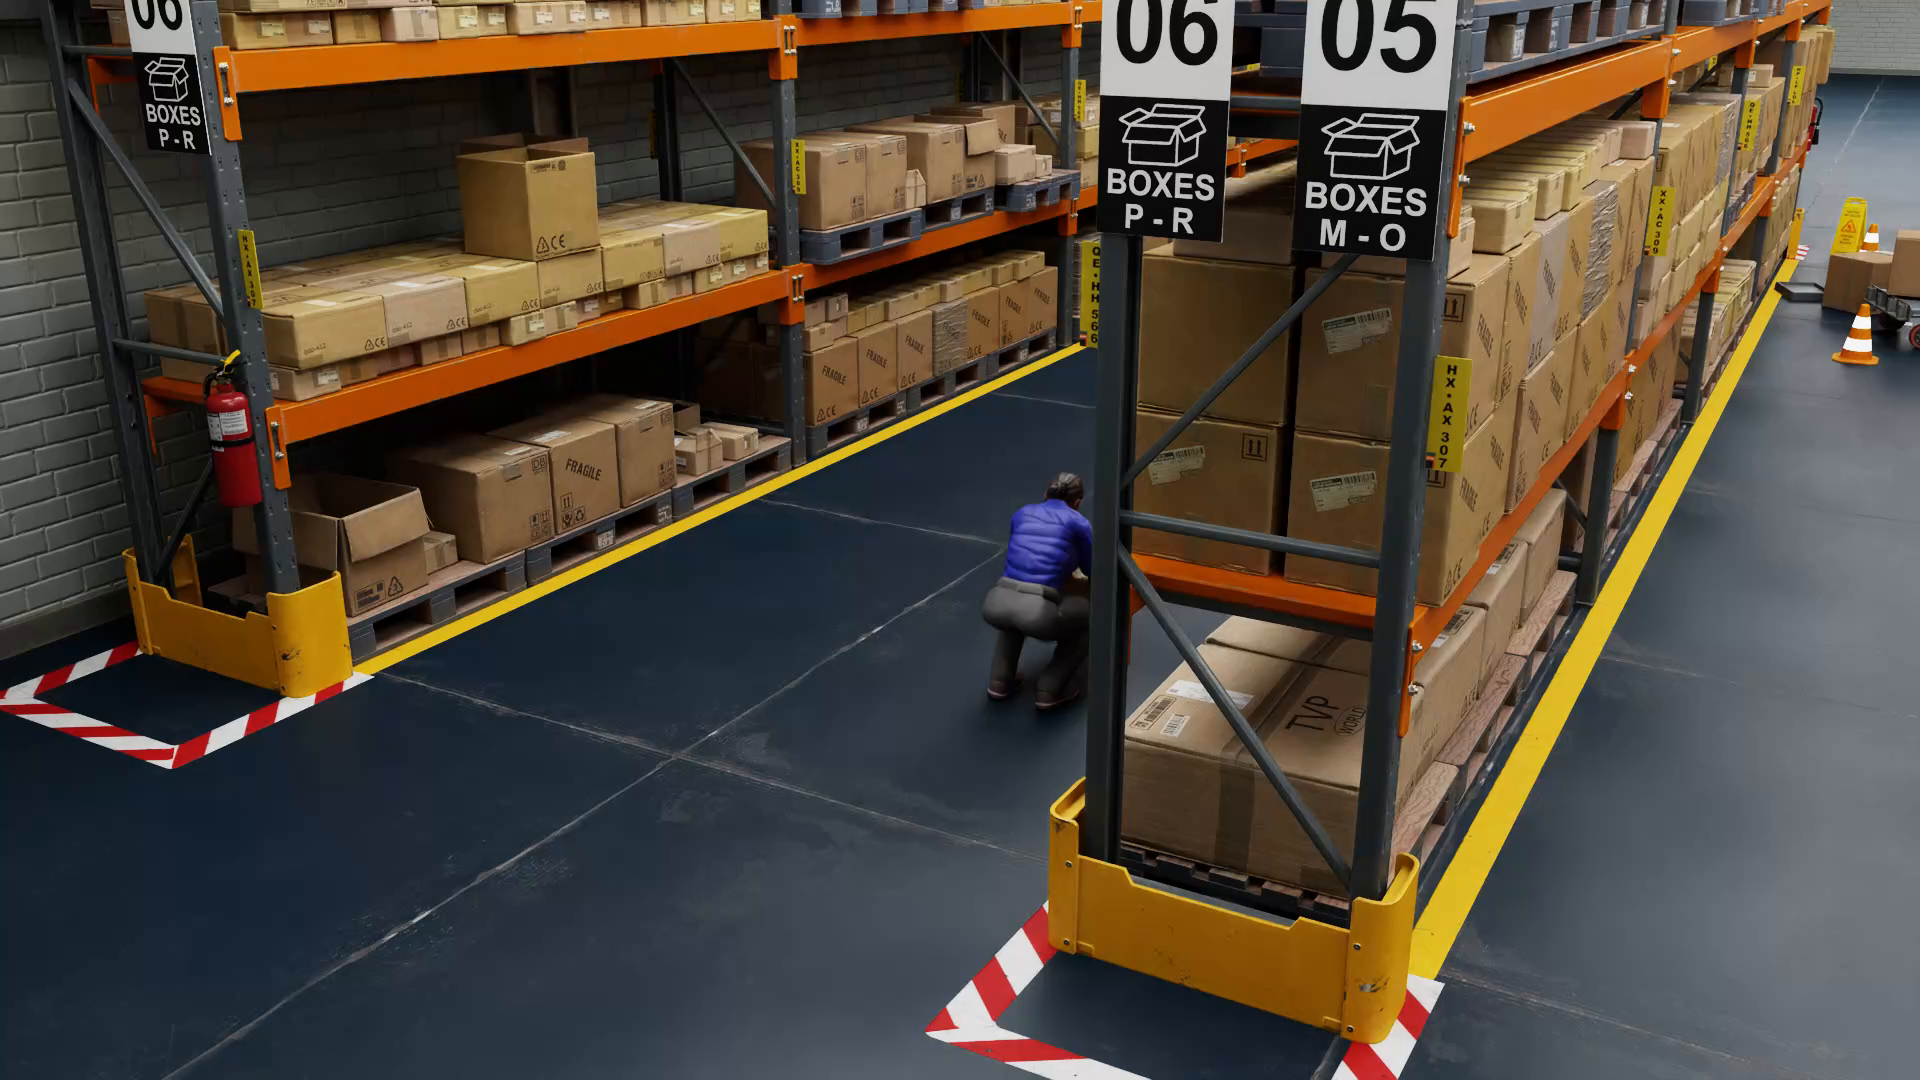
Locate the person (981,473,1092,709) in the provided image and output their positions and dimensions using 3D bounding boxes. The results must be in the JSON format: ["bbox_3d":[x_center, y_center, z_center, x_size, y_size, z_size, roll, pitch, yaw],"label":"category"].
[{"bbox_3d":[0.403,0.222,7.544,0.461,0.943,0.851,11,22,27],"label":"person"}]
